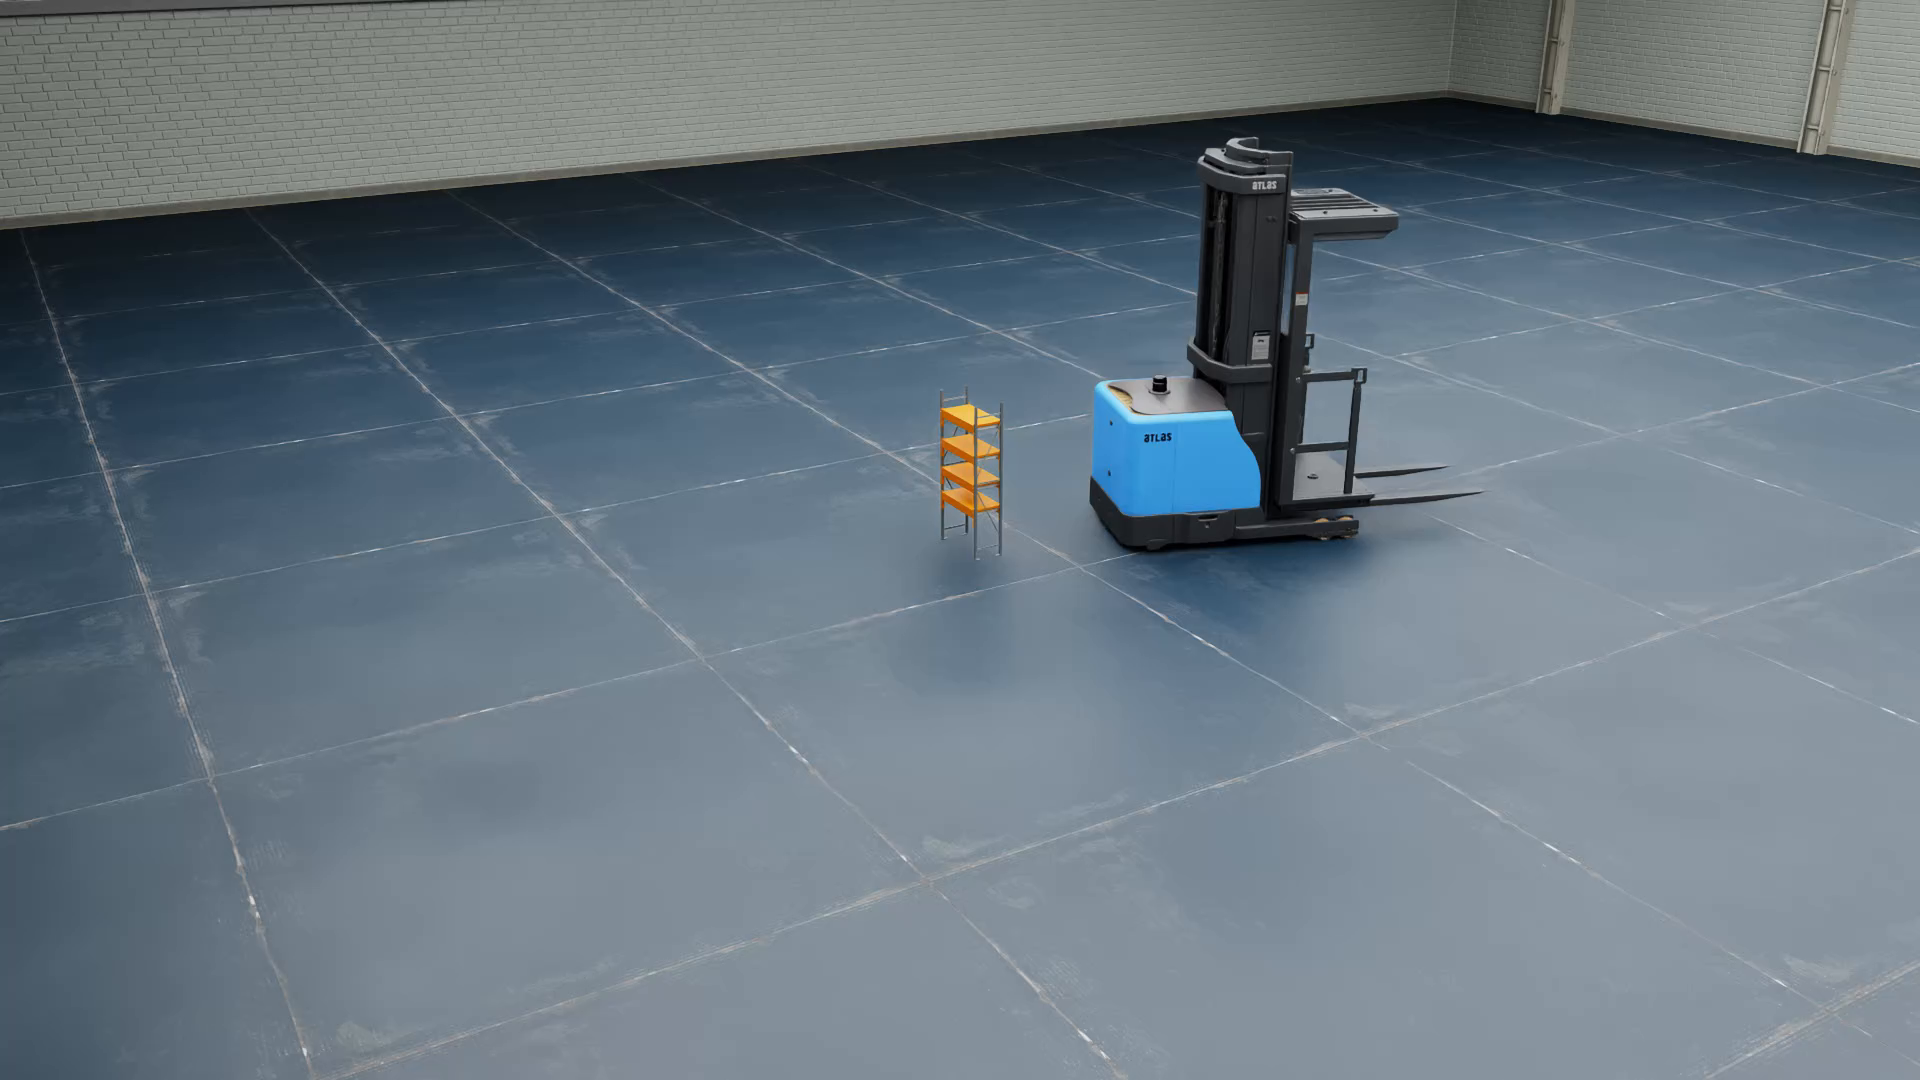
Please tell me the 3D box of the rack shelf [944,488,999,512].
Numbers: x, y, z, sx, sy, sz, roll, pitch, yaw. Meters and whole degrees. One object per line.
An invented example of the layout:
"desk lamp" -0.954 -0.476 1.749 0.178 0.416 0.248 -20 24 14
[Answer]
"rack shelf" 0.085 -0.305 12.534 0.221 0.021 0.457 -13 25 -28

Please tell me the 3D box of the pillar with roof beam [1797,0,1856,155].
"pillar with roof beam" 11.656 -10.322 26.255 9.100 9.000 0.400 -13 25 -28

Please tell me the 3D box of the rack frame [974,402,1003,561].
"rack frame" 0.209 -0.423 12.259 0.240 1.200 0.015 -13 25 -28

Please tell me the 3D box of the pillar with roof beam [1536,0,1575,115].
"pillar with roof beam" 8.591 -12.264 31.034 9.100 9.000 0.400 -13 25 -28

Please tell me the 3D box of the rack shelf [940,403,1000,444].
"rack shelf" 0.085 -0.866 12.306 0.258 0.148 0.480 -13 25 -28

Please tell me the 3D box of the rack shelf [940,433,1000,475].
"rack shelf" 0.085 -0.647 12.395 0.258 0.148 0.480 -13 25 -28

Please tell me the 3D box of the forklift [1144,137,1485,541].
"forklift" 2.610 -1.542 12.714 3.031 2.935 1.121 -4 23 -11

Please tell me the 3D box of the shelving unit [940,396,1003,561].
"shelving unit" 0.086 -0.502 12.452 0.258 1.200 0.499 -13 25 -28

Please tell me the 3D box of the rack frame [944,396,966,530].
"rack frame" -0.041 -0.581 12.648 0.228 1.046 0.006 -13 25 -28

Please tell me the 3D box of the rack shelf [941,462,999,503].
"rack shelf" 0.085 -0.440 12.479 0.258 0.148 0.480 -13 25 -28
